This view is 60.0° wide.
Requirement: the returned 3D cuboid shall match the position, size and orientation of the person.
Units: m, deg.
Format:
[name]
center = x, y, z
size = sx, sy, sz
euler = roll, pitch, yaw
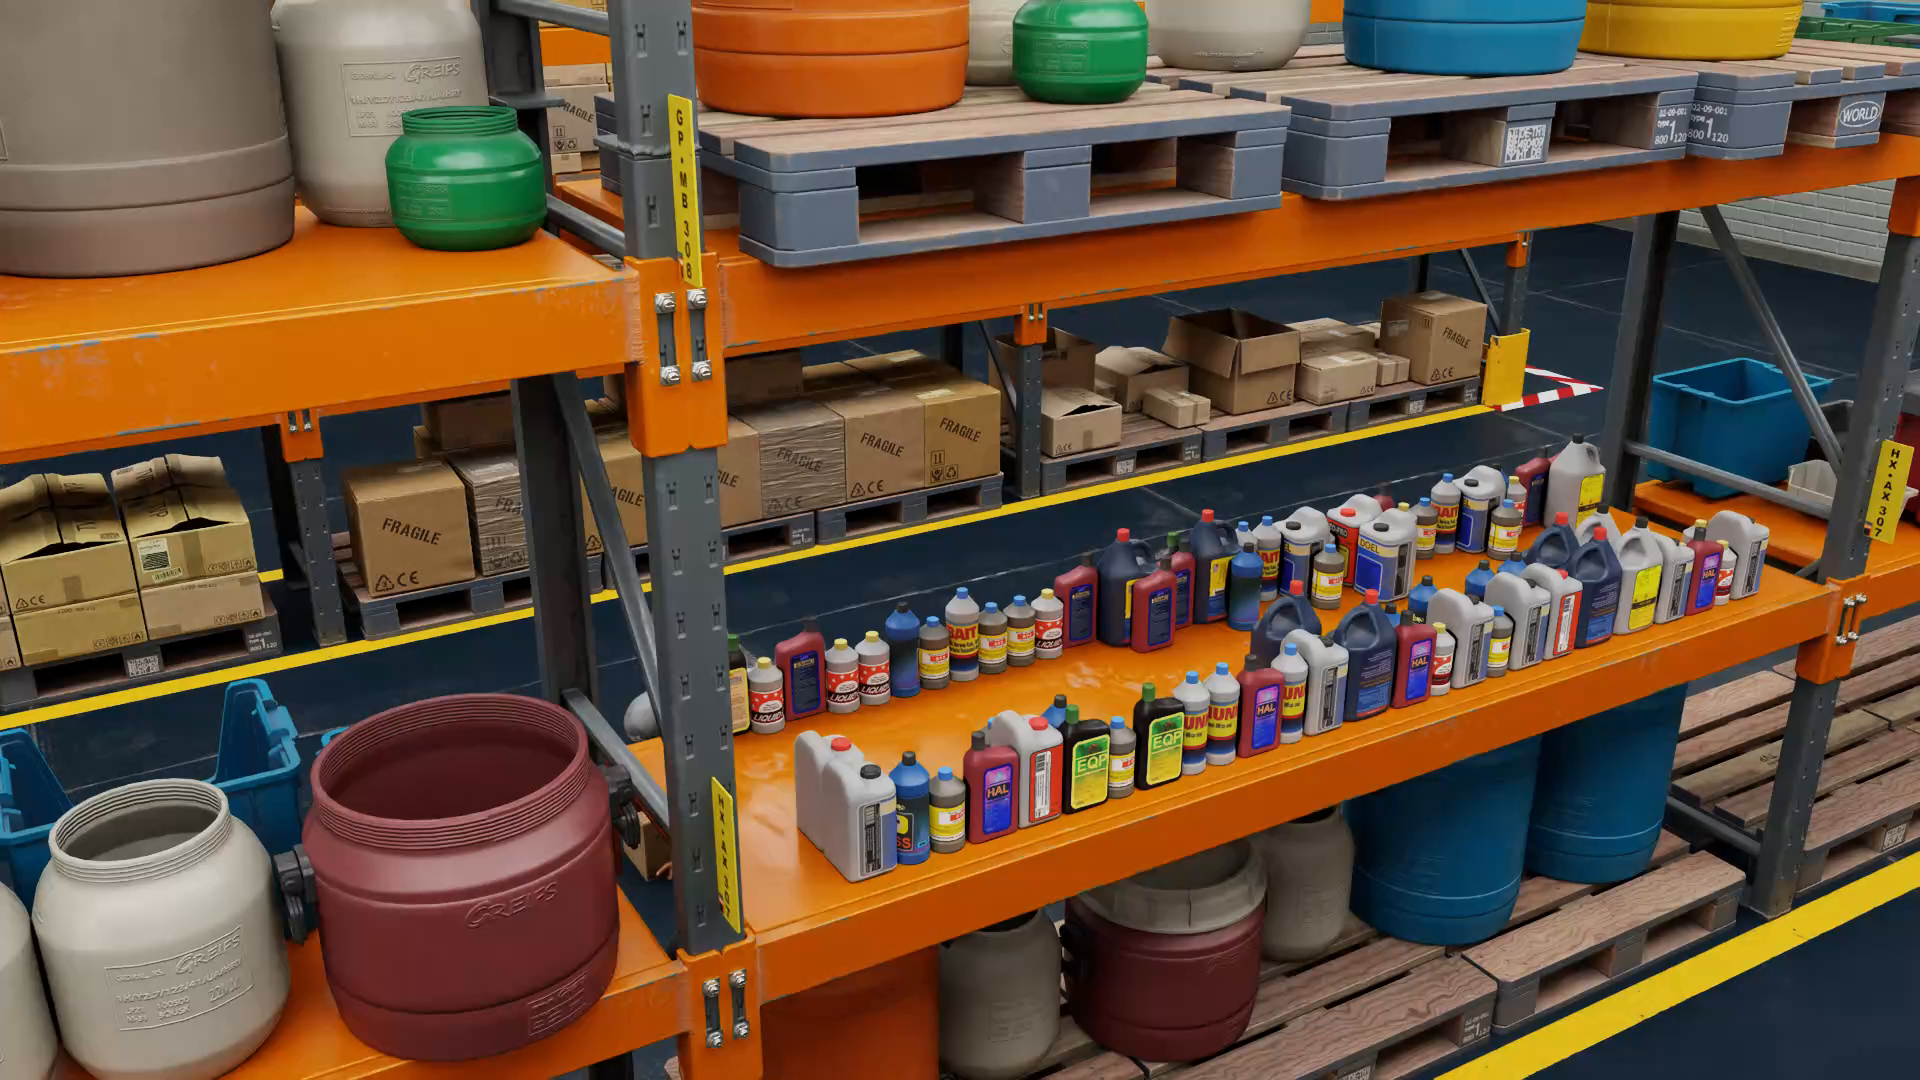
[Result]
[person]
center = -0.833, 0.836, 6.328
size = 0.910, 0.797, 0.520
euler = -13, 25, -29
